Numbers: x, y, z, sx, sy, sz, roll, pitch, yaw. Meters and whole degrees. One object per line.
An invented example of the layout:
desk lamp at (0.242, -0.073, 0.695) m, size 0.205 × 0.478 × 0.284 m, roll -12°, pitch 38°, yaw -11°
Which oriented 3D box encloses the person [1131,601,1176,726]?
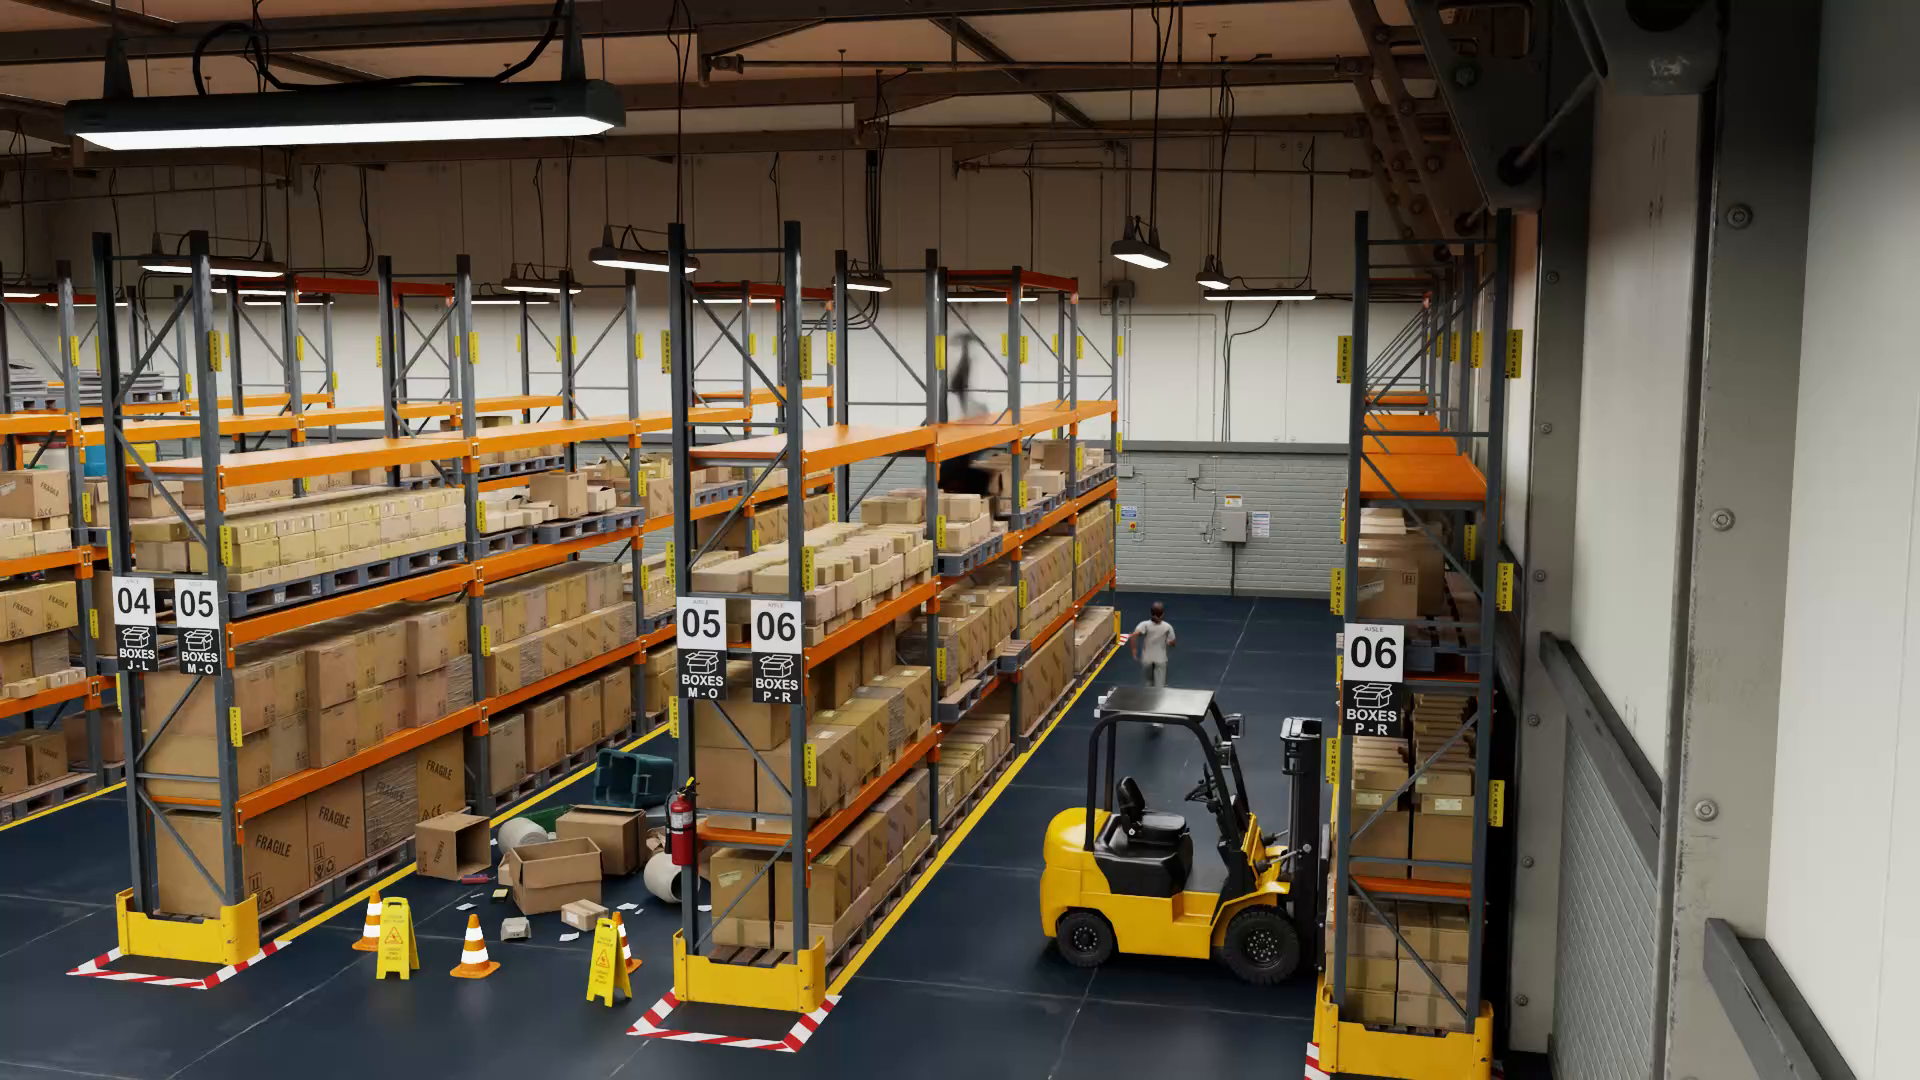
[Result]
person at (2.560, 1.660, 22.046) m, size 0.571 × 1.711 × 0.881 m, roll 2°, pitch 7°, yaw 13°
